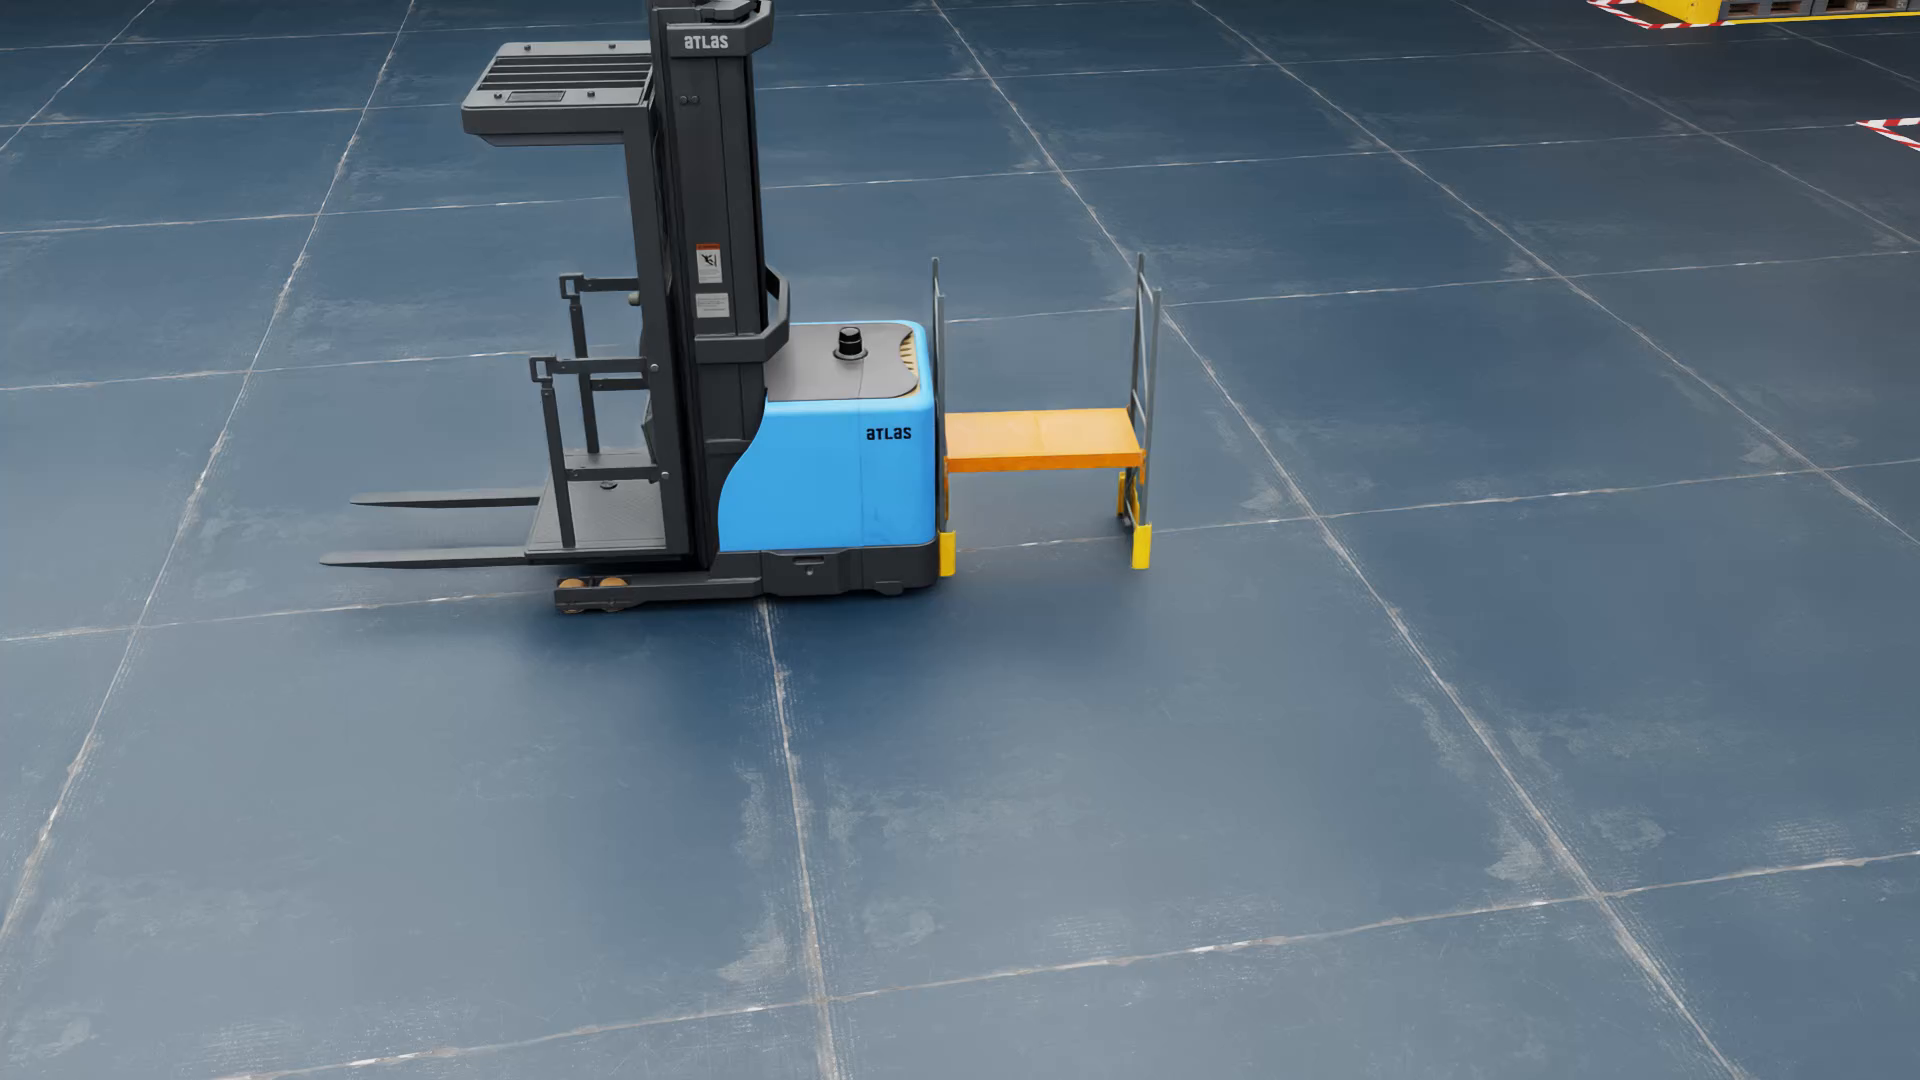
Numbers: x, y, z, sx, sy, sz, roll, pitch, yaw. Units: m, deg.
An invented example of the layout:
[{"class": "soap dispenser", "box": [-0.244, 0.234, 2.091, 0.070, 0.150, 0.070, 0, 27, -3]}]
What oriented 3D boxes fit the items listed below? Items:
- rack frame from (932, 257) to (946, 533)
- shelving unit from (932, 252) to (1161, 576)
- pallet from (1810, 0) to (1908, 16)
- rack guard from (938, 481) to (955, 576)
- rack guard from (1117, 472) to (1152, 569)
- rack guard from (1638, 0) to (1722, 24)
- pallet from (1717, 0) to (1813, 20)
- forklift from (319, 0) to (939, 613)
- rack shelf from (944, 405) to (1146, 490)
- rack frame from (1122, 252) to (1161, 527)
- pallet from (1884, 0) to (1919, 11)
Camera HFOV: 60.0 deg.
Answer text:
[{"class": "rack frame", "box": [-0.105, -0.611, 8.309, 0.032, 1.500, 0.500, -2, 31, -3]}, {"class": "shelving unit", "box": [0.411, -0.629, 8.341, 1.083, 1.500, 0.587, -2, 31, -3]}, {"class": "pallet", "box": [10.169, -6.343, 19.328, 1.213, 0.211, 1.003, -5, 31, -9]}, {"class": "rack guard", "box": [-0.086, -0.073, 8.627, 0.087, 0.250, 0.587, -2, 31, -3]}, {"class": "rack guard", "box": [0.908, -0.108, 8.687, 0.087, 0.250, 0.587, -2, 31, -3]}, {"class": "rack guard", "box": [8.204, -6.264, 18.910, 0.348, 0.500, 1.175, -5, 31, -9]}, {"class": "pallet", "box": [8.972, -6.233, 19.142, 1.213, 0.211, 1.003, -5, 31, -9]}, {"class": "forklift", "box": [-1.648, -1.183, 7.869, 3.031, 2.935, 1.130, -2, 31, -3]}, {"class": "rack shelf", "box": [0.402, -0.474, 8.431, 1.000, 0.185, 0.538, -2, 31, -3]}, {"class": "rack frame", "box": [0.909, -0.647, 8.371, 0.032, 1.500, 0.500, -2, 31, -3]}, {"class": "pallet", "box": [11.372, -6.456, 19.521, 1.213, 0.211, 1.003, -5, 31, -9]}]
